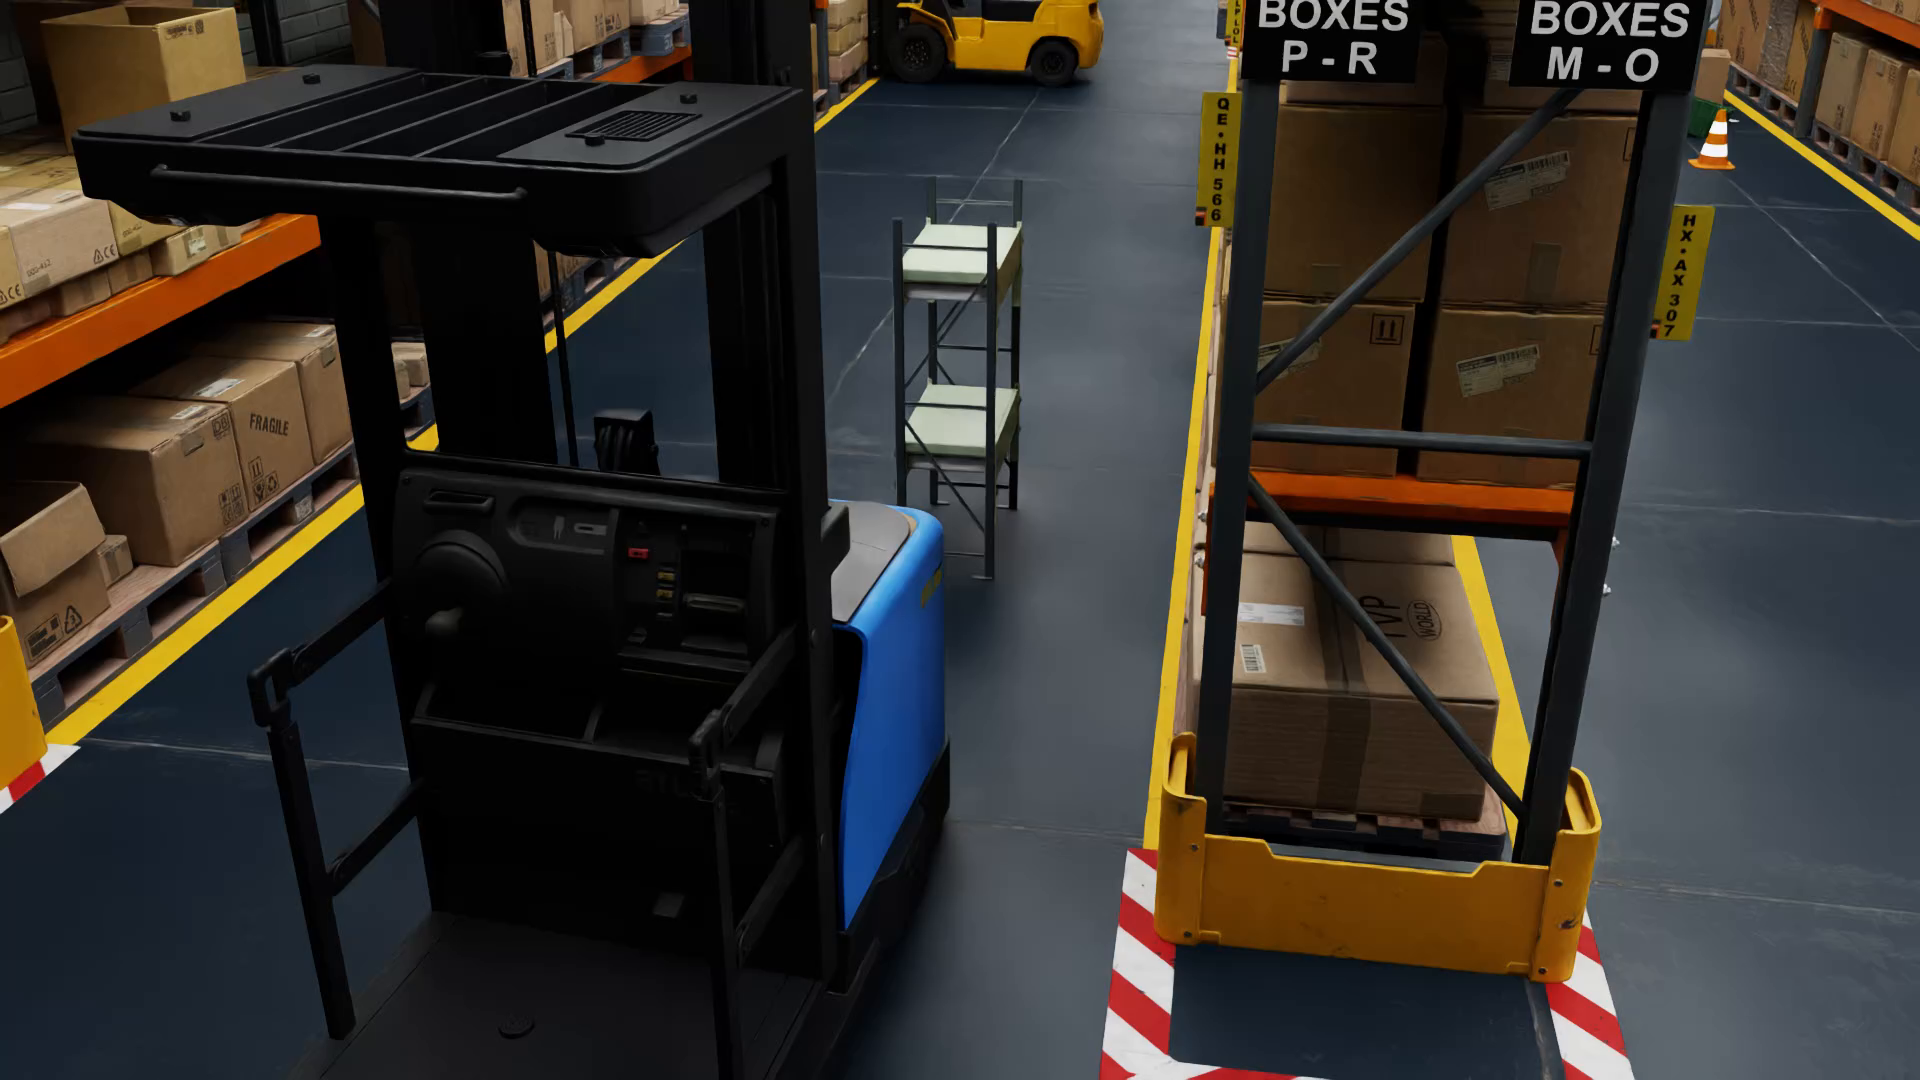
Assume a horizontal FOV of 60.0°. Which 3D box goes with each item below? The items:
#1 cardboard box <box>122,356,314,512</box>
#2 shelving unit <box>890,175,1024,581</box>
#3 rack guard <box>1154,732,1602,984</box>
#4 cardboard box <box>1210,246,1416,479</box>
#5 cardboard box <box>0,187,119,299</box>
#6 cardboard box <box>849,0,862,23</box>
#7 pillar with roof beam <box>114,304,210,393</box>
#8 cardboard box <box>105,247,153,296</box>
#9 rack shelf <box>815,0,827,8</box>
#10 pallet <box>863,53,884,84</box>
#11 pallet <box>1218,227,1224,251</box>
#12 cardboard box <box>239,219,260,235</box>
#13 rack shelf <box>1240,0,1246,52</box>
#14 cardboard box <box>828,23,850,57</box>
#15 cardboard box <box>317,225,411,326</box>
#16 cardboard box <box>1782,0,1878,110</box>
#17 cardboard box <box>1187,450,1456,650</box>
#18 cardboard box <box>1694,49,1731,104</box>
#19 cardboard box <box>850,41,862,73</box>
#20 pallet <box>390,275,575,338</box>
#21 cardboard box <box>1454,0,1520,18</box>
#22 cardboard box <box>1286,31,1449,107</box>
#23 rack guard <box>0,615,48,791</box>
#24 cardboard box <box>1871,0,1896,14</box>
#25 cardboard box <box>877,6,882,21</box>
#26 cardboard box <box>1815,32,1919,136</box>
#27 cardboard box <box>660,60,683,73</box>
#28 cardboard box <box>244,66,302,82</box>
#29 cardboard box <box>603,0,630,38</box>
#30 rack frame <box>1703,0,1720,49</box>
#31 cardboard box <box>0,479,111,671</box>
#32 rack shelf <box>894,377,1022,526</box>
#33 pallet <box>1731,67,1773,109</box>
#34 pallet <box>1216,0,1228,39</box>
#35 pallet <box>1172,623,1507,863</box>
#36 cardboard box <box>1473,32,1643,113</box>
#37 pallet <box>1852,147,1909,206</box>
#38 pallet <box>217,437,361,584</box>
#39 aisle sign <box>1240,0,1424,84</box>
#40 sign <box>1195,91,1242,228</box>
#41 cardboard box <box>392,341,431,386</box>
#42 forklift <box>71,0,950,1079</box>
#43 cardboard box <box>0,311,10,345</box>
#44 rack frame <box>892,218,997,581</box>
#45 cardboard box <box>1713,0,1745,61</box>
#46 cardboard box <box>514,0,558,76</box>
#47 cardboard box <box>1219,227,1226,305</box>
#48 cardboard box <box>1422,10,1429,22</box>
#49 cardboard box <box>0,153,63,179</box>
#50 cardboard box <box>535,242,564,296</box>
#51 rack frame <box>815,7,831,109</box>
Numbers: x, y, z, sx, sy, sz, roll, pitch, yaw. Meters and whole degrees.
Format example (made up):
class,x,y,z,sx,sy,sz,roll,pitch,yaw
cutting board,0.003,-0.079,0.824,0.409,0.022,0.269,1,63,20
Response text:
class,x,y,z,sx,sy,sz,roll,pitch,yaw
cardboard box,-3.178,-0.464,7.156,0.500,0.500,0.500,4,25,9
shelving unit,0.001,-0.682,6.938,0.431,1.500,0.755,4,25,9
rack guard,1.159,0.897,4.744,1.175,0.500,0.348,4,25,9
cardboard box,0.981,-0.510,4.684,0.500,0.500,0.500,4,25,9
cardboard box,-3.312,-1.036,5.751,0.500,0.250,0.500,4,25,9
cardboard box,-1.291,-5.398,16.812,0.500,0.250,0.500,4,25,9
pillar with roof beam,0.163,-4.450,6.143,9.100,9.000,0.400,4,25,9
cardboard box,-3.266,-1.027,6.202,0.380,0.149,0.250,4,25,9
rack shelf,-2.100,-4.444,14.054,1.077,0.370,4.000,4,25,9
pallet,-1.405,-5.185,18.078,1.003,0.211,1.213,4,25,9
pallet,2.267,-2.004,11.281,1.003,0.211,1.213,4,25,9
cardboard box,-3.153,-1.352,6.896,0.380,0.149,0.250,4,25,8
rack shelf,1.490,-2.114,5.539,1.077,0.370,4.000,4,25,9
cardboard box,-1.390,-4.958,16.463,0.500,0.250,0.500,4,25,8
cardboard box,-3.292,-1.544,9.464,0.500,0.500,0.500,4,25,8
cardboard box,8.196,-4.449,15.228,0.875,0.875,0.875,4,25,9
cardboard box,1.314,0.059,6.113,0.875,0.438,0.875,5,25,10
cardboard box,7.266,-4.553,16.383,0.500,0.500,0.500,8,26,18
cardboard box,-1.300,-4.944,17.022,0.500,0.250,0.500,3,25,7
pallet,-2.985,-1.340,9.864,1.003,0.211,1.213,4,25,9
cardboard box,1.648,-1.493,4.839,0.380,0.149,0.250,3,25,7
cardboard box,1.024,-1.201,4.215,0.380,0.149,0.250,4,25,9
rack guard,-3.722,0.513,5.565,1.175,0.500,0.348,4,25,9
cardboard box,7.507,-4.387,12.966,0.500,0.500,0.500,4,25,8
cardboard box,-1.132,-5.590,17.812,0.500,0.250,0.500,4,25,8
cardboard box,8.012,-3.869,14.135,1.050,0.750,0.750,4,25,8
cardboard box,-2.212,-3.582,13.670,0.875,0.625,0.625,5,26,10
cardboard box,-3.428,-2.139,8.107,0.500,0.250,0.500,4,25,8
cardboard box,-2.511,-3.475,10.518,0.797,0.503,0.637,3,25,7
rack frame,8.678,-6.636,17.889,1.000,3.000,0.127,4,25,9
cardboard box,-3.541,0.104,5.939,0.797,0.503,0.637,3,25,6
rack shelf,0.001,-0.387,7.076,0.431,0.370,0.720,4,25,9
pallet,8.423,-4.525,16.667,1.003,0.211,1.213,4,25,9
pallet,2.482,-3.810,12.077,1.213,0.211,1.003,4,25,9
pallet,1.217,0.678,5.553,1.003,0.211,1.213,4,25,9
cardboard box,1.494,-1.166,4.141,0.380,0.149,0.250,5,25,10
pallet,7.776,-2.861,13.112,1.003,0.211,1.213,4,25,9
pallet,-3.391,-0.198,7.425,1.003,0.211,1.213,4,25,9
aisle sign,0.846,-1.414,3.666,0.394,0.787,0.004,4,25,9
sign,0.630,-0.920,4.032,0.100,0.325,0.005,4,25,9
cardboard box,-2.882,-0.906,8.515,0.380,0.149,0.250,3,25,7
forklift,-0.910,0.105,3.568,1.130,2.935,3.031,7,26,14
cardboard box,-3.414,-0.702,5.507,0.380,0.149,0.250,5,25,10
rack frame,-0.059,-0.529,6.611,0.400,1.500,0.023,4,25,9
cardboard box,8.632,-5.576,17.635,0.875,0.875,0.875,4,25,9
cardboard box,-2.696,-2.899,9.292,0.700,0.500,0.500,4,25,9
cardboard box,1.224,-1.152,6.055,0.500,0.500,0.500,5,26,10
cardboard box,1.757,-1.565,5.759,0.500,0.500,0.500,4,25,9
cardboard box,-3.750,-1.287,6.288,0.500,0.250,0.500,5,26,10
cardboard box,-2.702,-1.729,9.858,0.500,0.500,0.500,4,25,8
rack frame,-1.773,-5.606,15.689,1.000,3.000,0.127,4,25,9
